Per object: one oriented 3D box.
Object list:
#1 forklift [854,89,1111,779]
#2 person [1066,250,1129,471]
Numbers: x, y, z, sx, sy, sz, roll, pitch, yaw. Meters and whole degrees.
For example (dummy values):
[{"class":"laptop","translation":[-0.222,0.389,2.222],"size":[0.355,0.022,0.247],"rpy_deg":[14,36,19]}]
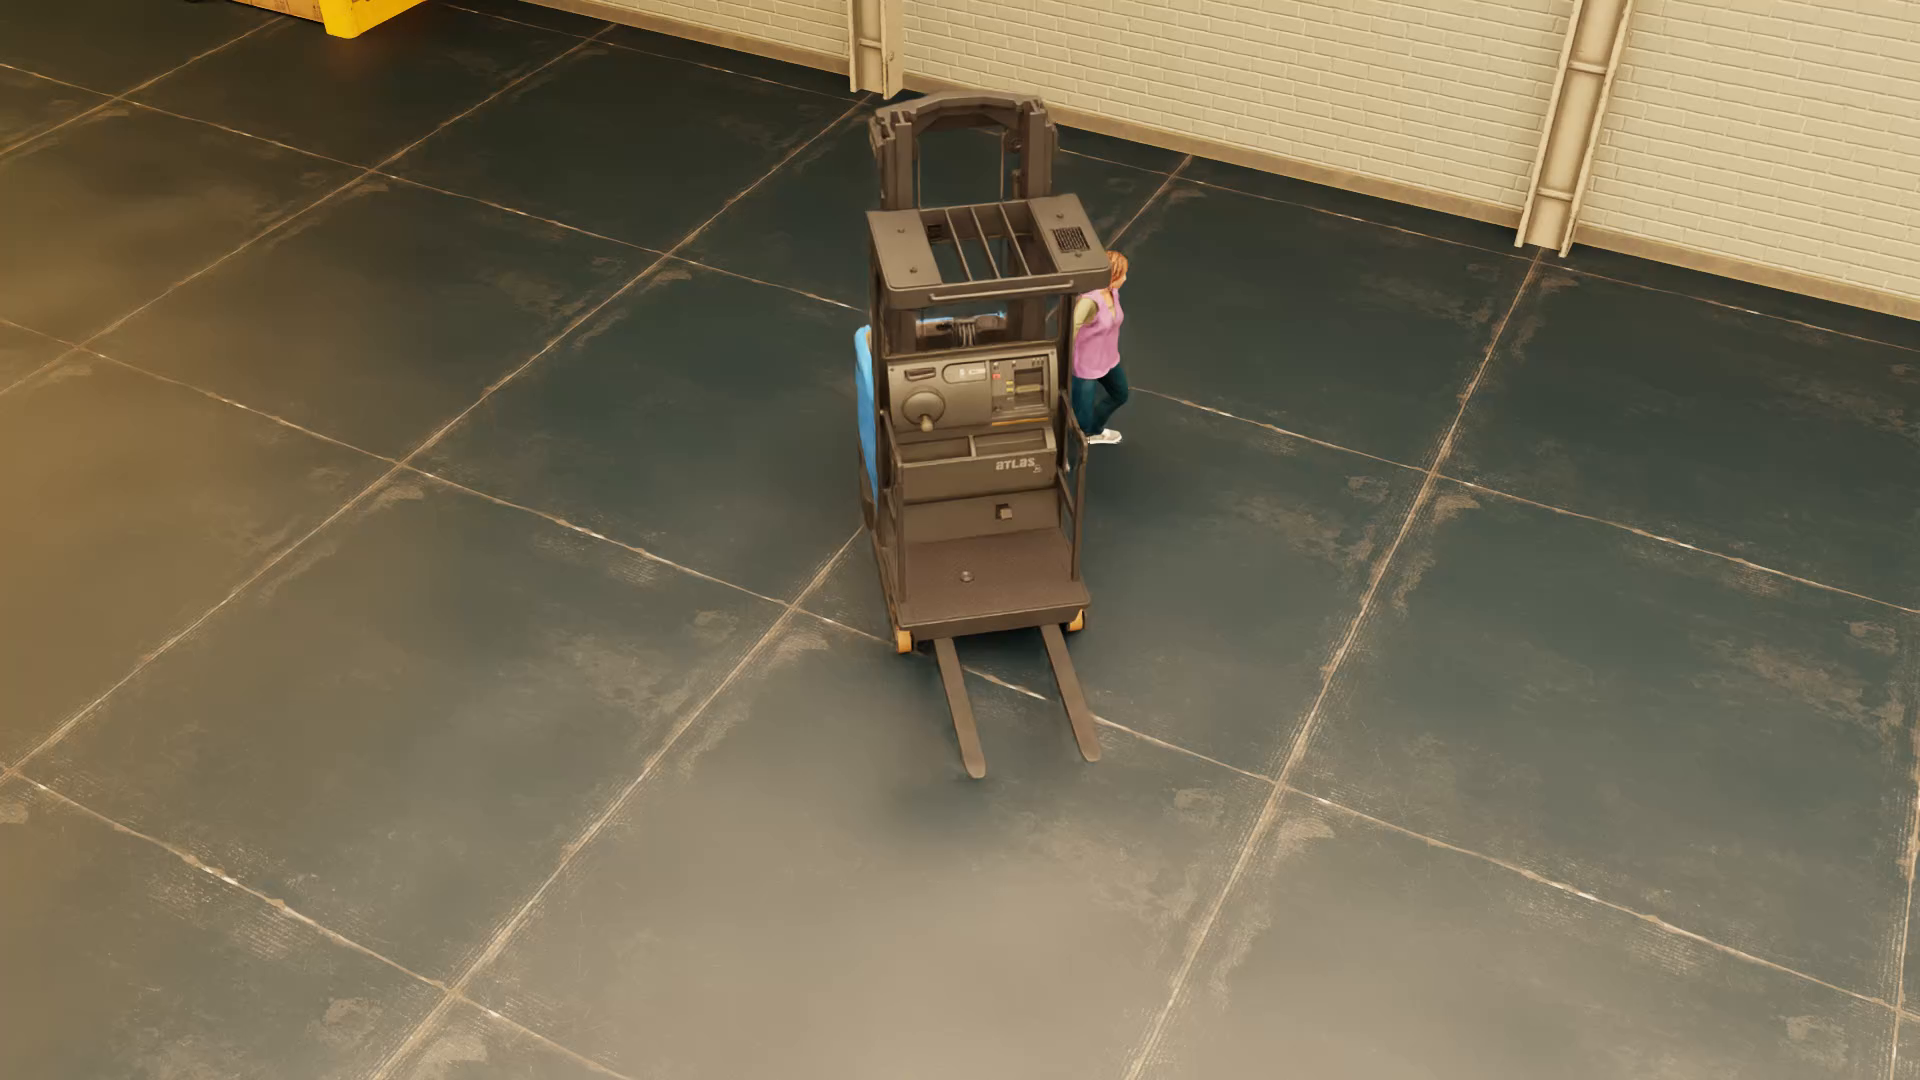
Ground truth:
[{"class":"forklift","translation":[0.115,-0.735,8.859],"size":[1.130,2.935,3.031],"rpy_deg":[-7,41,-8]},{"class":"person","translation":[0.760,-1.110,10.420],"size":[0.429,1.566,0.735],"rpy_deg":[26,46,27]}]
